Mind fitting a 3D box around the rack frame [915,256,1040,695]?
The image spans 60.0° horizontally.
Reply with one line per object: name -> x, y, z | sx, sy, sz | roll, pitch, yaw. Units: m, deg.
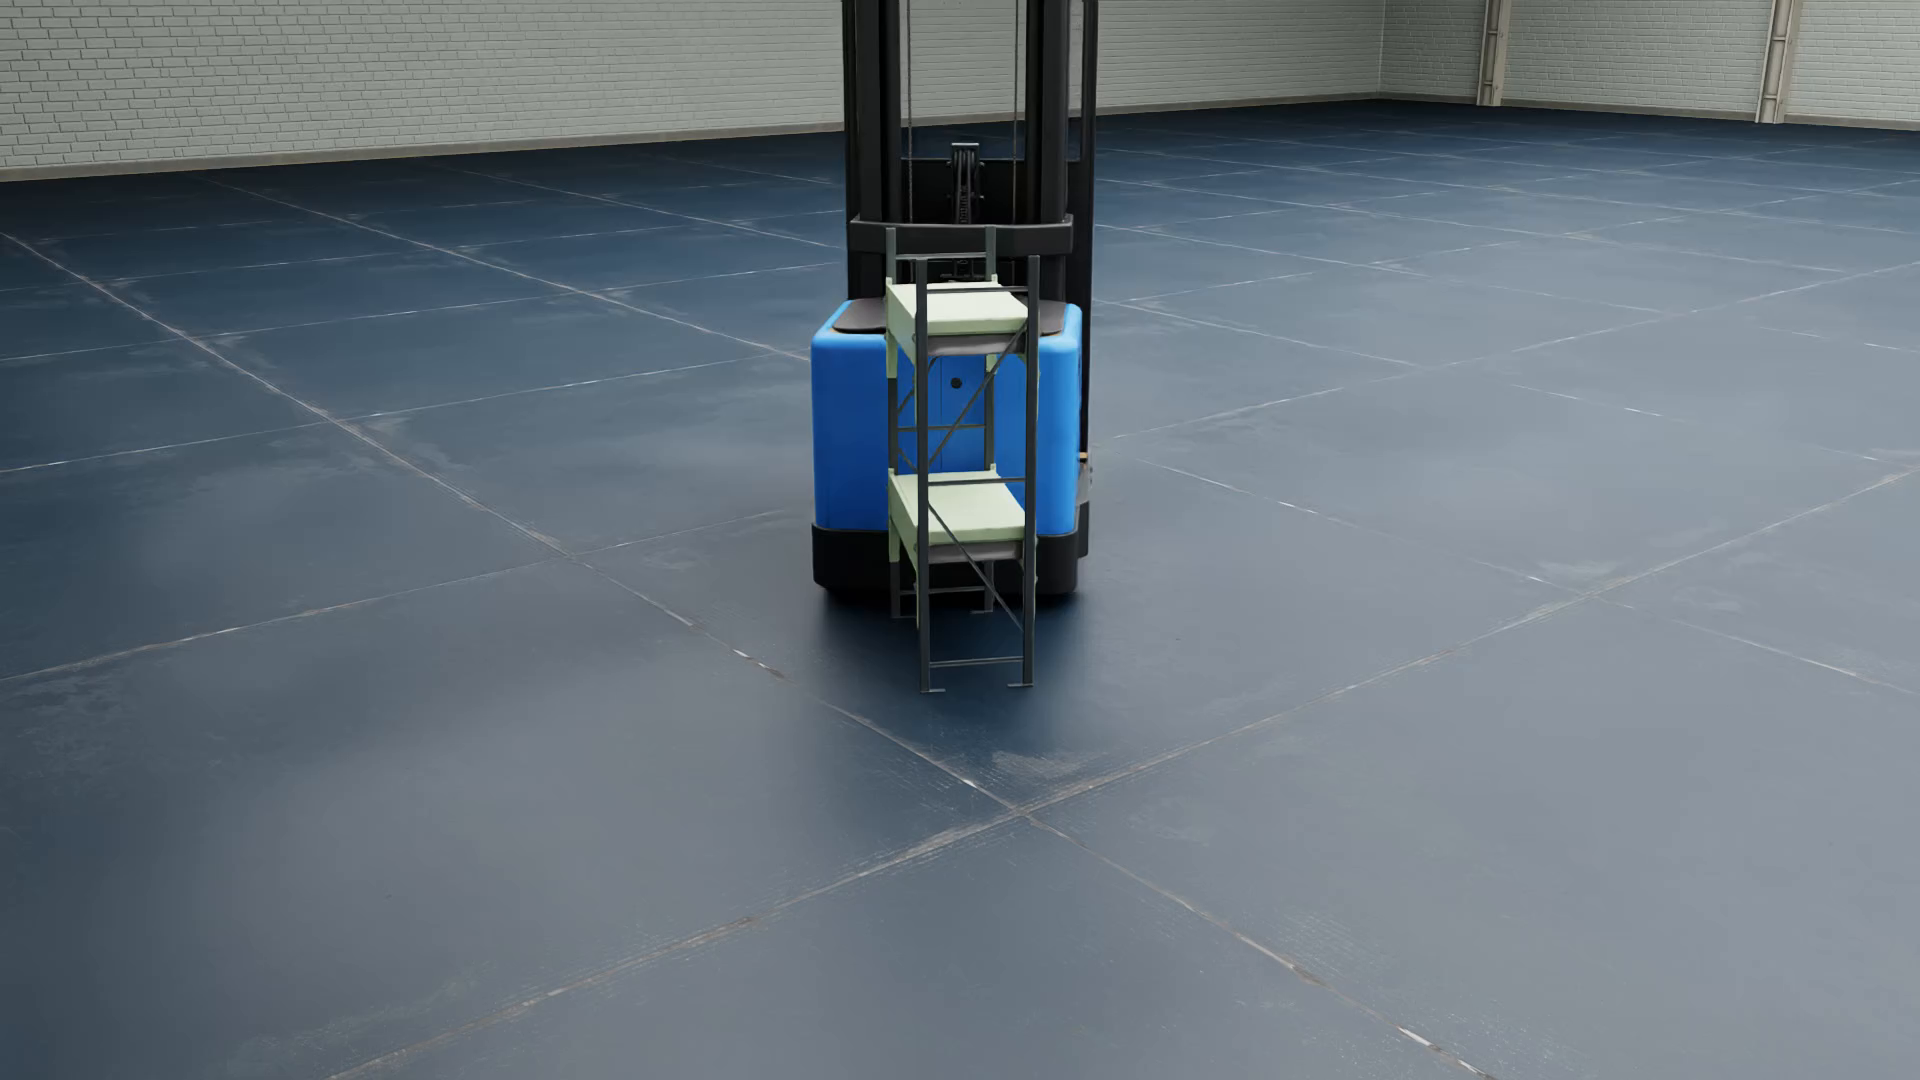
rack frame -> 0.057, -0.191, 5.552 | 0.400, 1.500, 0.023 | -3, 19, -9

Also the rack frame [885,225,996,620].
rack frame -> -0.069, -0.417, 6.237 | 0.400, 1.500, 0.023 | -3, 19, -9

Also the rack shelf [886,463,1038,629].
rack shelf -> -0.006, 0.006, 5.997 | 0.431, 0.370, 0.720 | -3, 19, -9

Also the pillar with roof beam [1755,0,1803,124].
pillar with roof beam -> 11.455, -11.081, 26.512 | 9.100, 9.000, 0.400 | -14, 23, -36

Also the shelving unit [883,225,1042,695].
shelving unit -> -0.006, -0.304, 5.894 | 0.431, 1.500, 0.755 | -3, 19, -9

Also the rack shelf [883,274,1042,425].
rack shelf -> -0.006, -0.674, 5.772 | 0.431, 0.370, 0.720 | -3, 19, -9

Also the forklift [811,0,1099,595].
forklift -> 0.066, -1.595, 7.518 | 1.130, 2.935, 3.031 | 2, 18, 5

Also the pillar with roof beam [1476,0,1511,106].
pillar with roof beam -> 7.729, -12.560, 30.977 | 9.100, 9.000, 0.400 | -14, 23, -36
